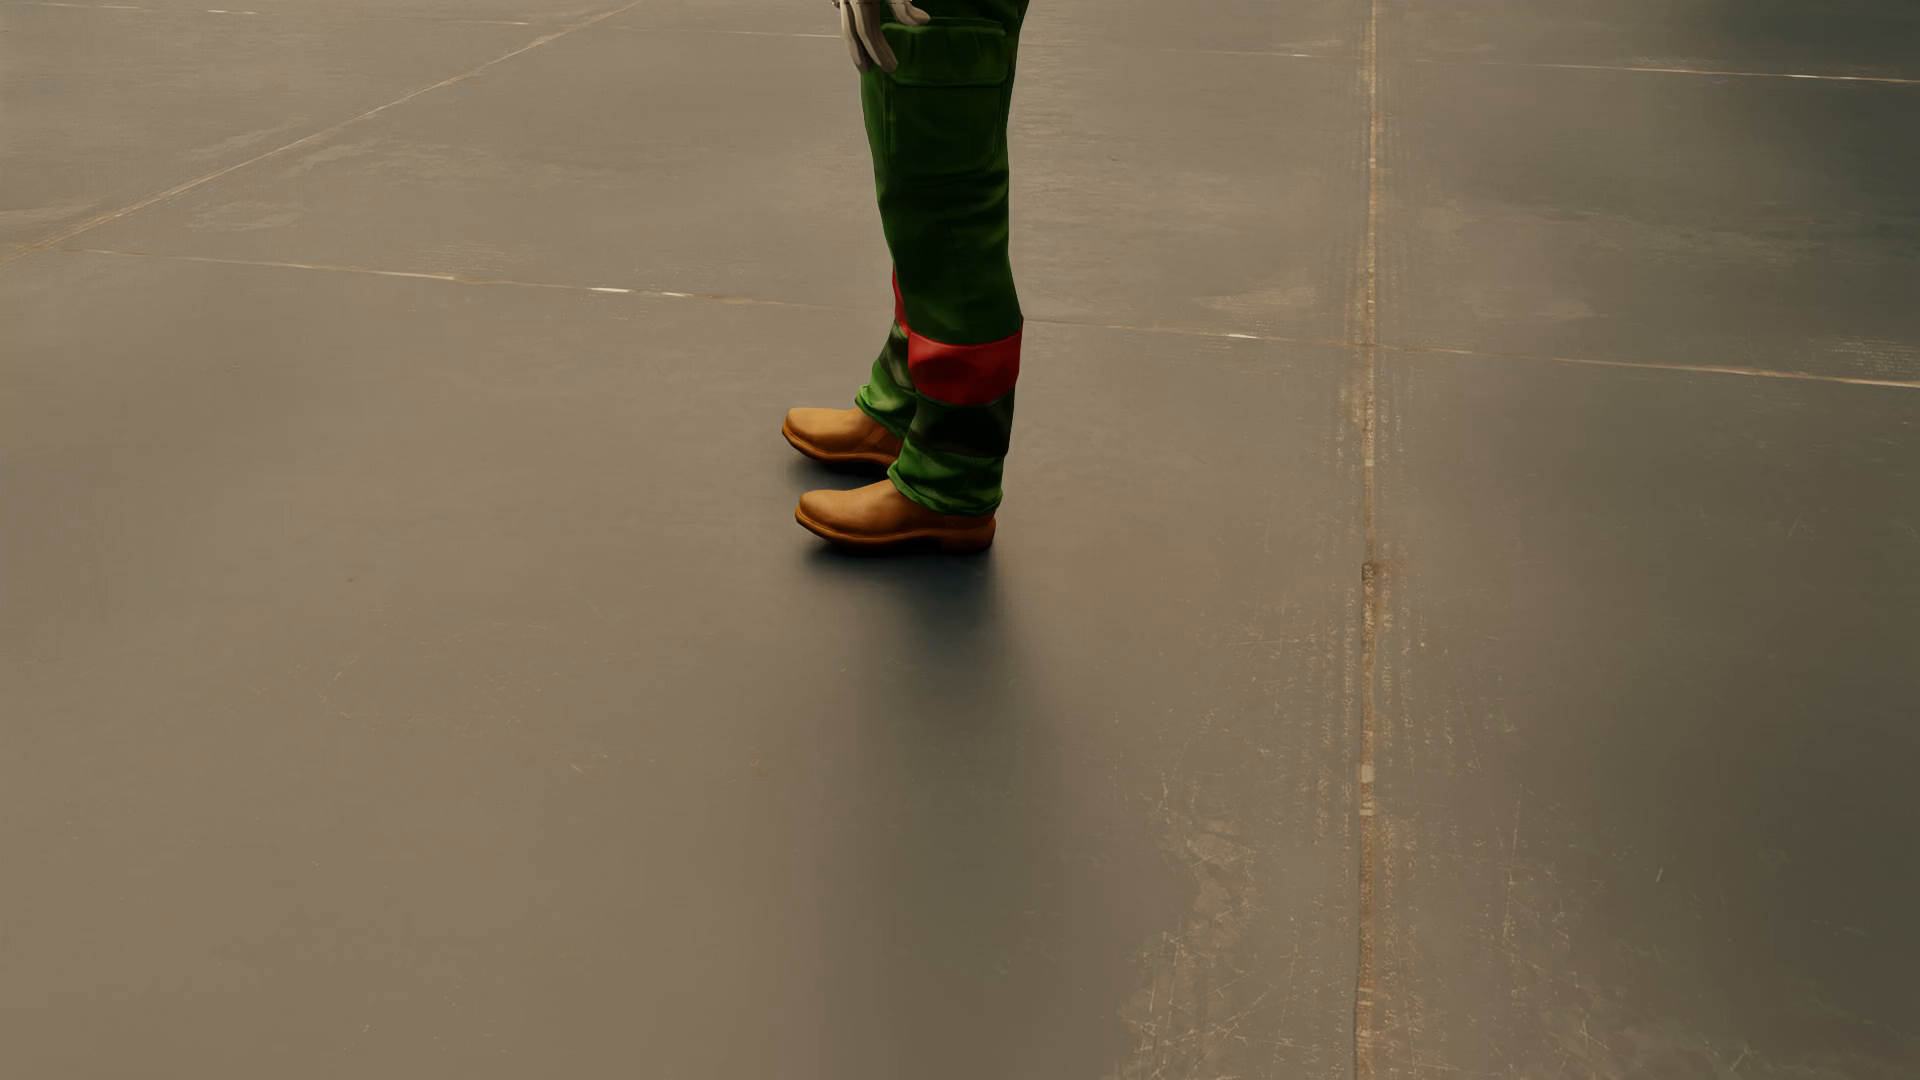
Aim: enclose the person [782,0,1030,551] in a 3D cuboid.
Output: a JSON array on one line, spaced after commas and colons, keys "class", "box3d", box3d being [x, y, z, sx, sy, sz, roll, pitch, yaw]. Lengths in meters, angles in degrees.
[{"class": "person", "box3d": [-0.077, -0.818, 2.119, 0.562, 1.789, 0.638, 6, 27, 11]}]
